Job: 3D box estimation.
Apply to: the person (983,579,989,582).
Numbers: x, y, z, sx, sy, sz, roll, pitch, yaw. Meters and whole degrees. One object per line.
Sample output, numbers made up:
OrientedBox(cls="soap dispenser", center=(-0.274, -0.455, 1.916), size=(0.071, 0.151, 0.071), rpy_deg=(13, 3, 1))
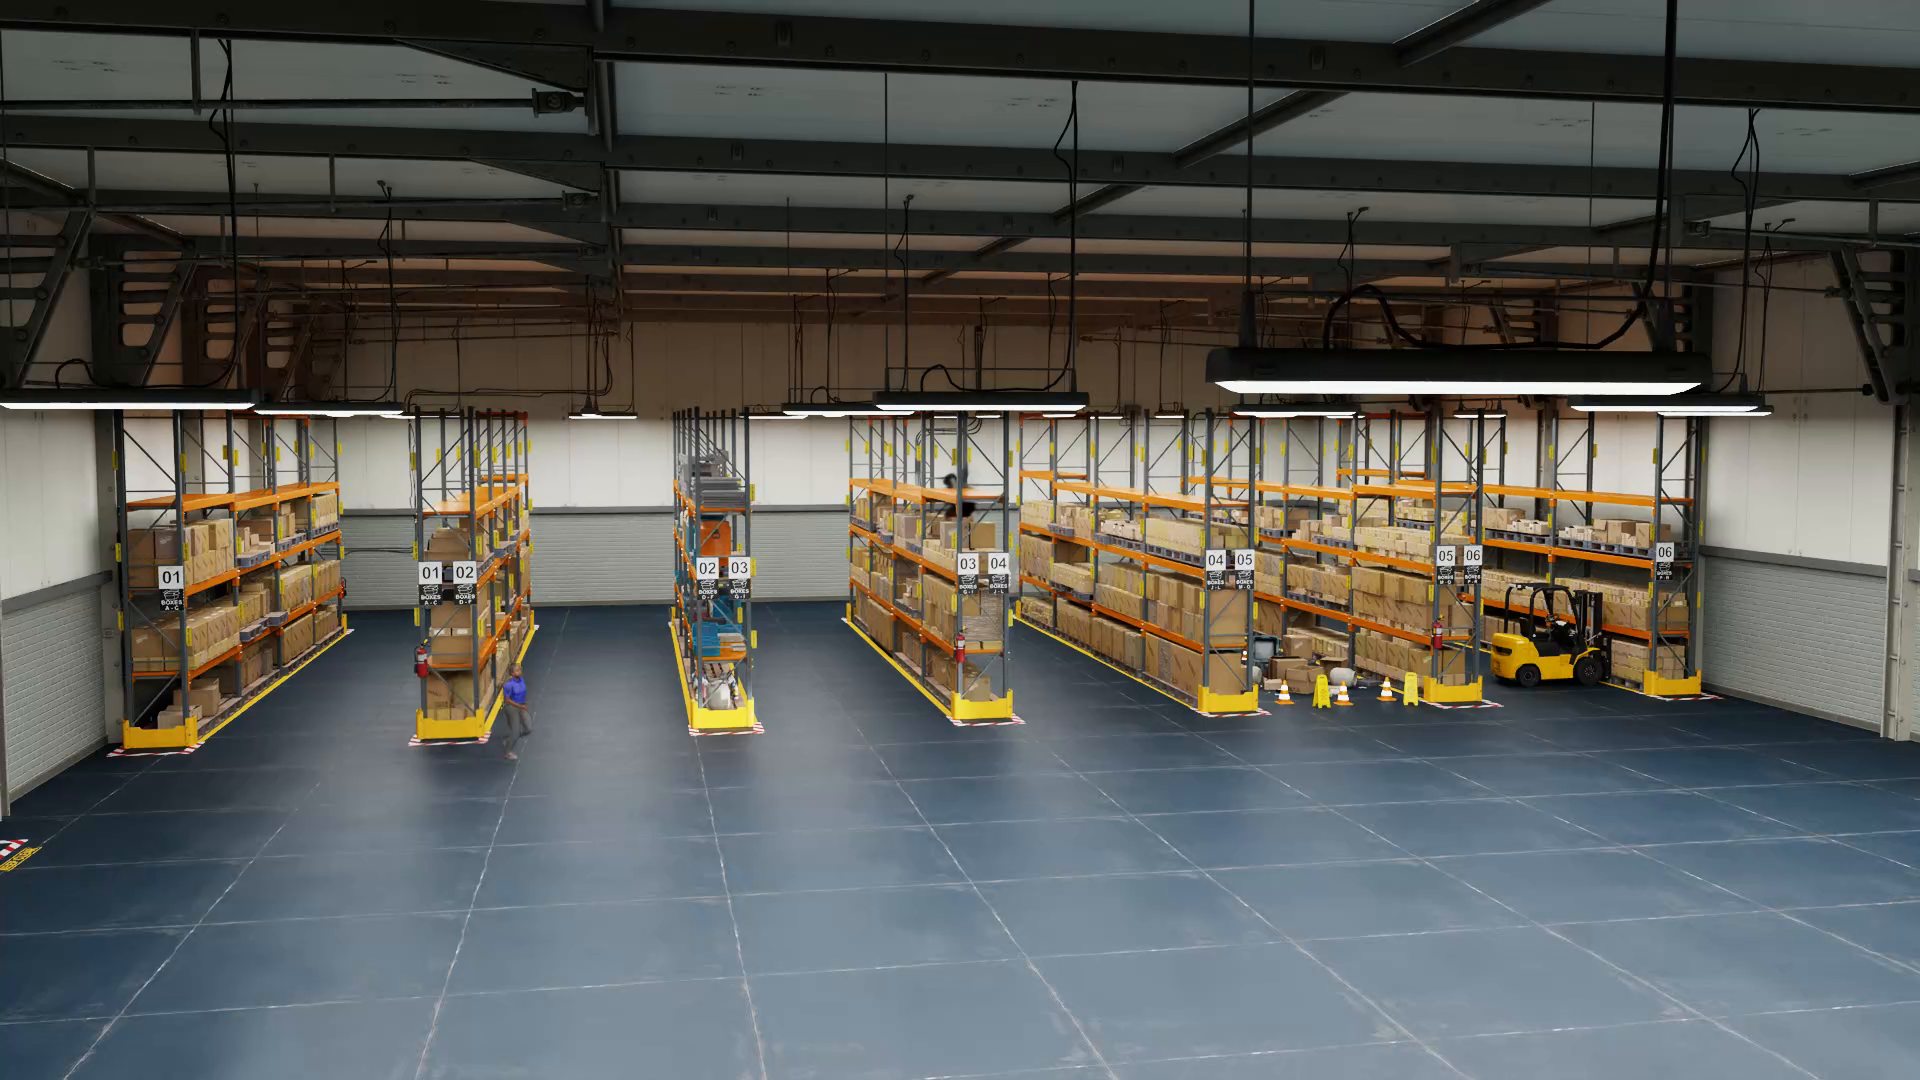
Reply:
OrientedBox(cls="person", center=(0.781, 1.568, 46.546), size=(0.550, 1.658, 0.603), rpy_deg=(-1, 4, -11))

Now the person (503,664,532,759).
OrientedBox(cls="person", center=(-7.502, 2.914, 28.292), size=(0.590, 1.613, 0.602), rpy_deg=(2, 5, 27))
